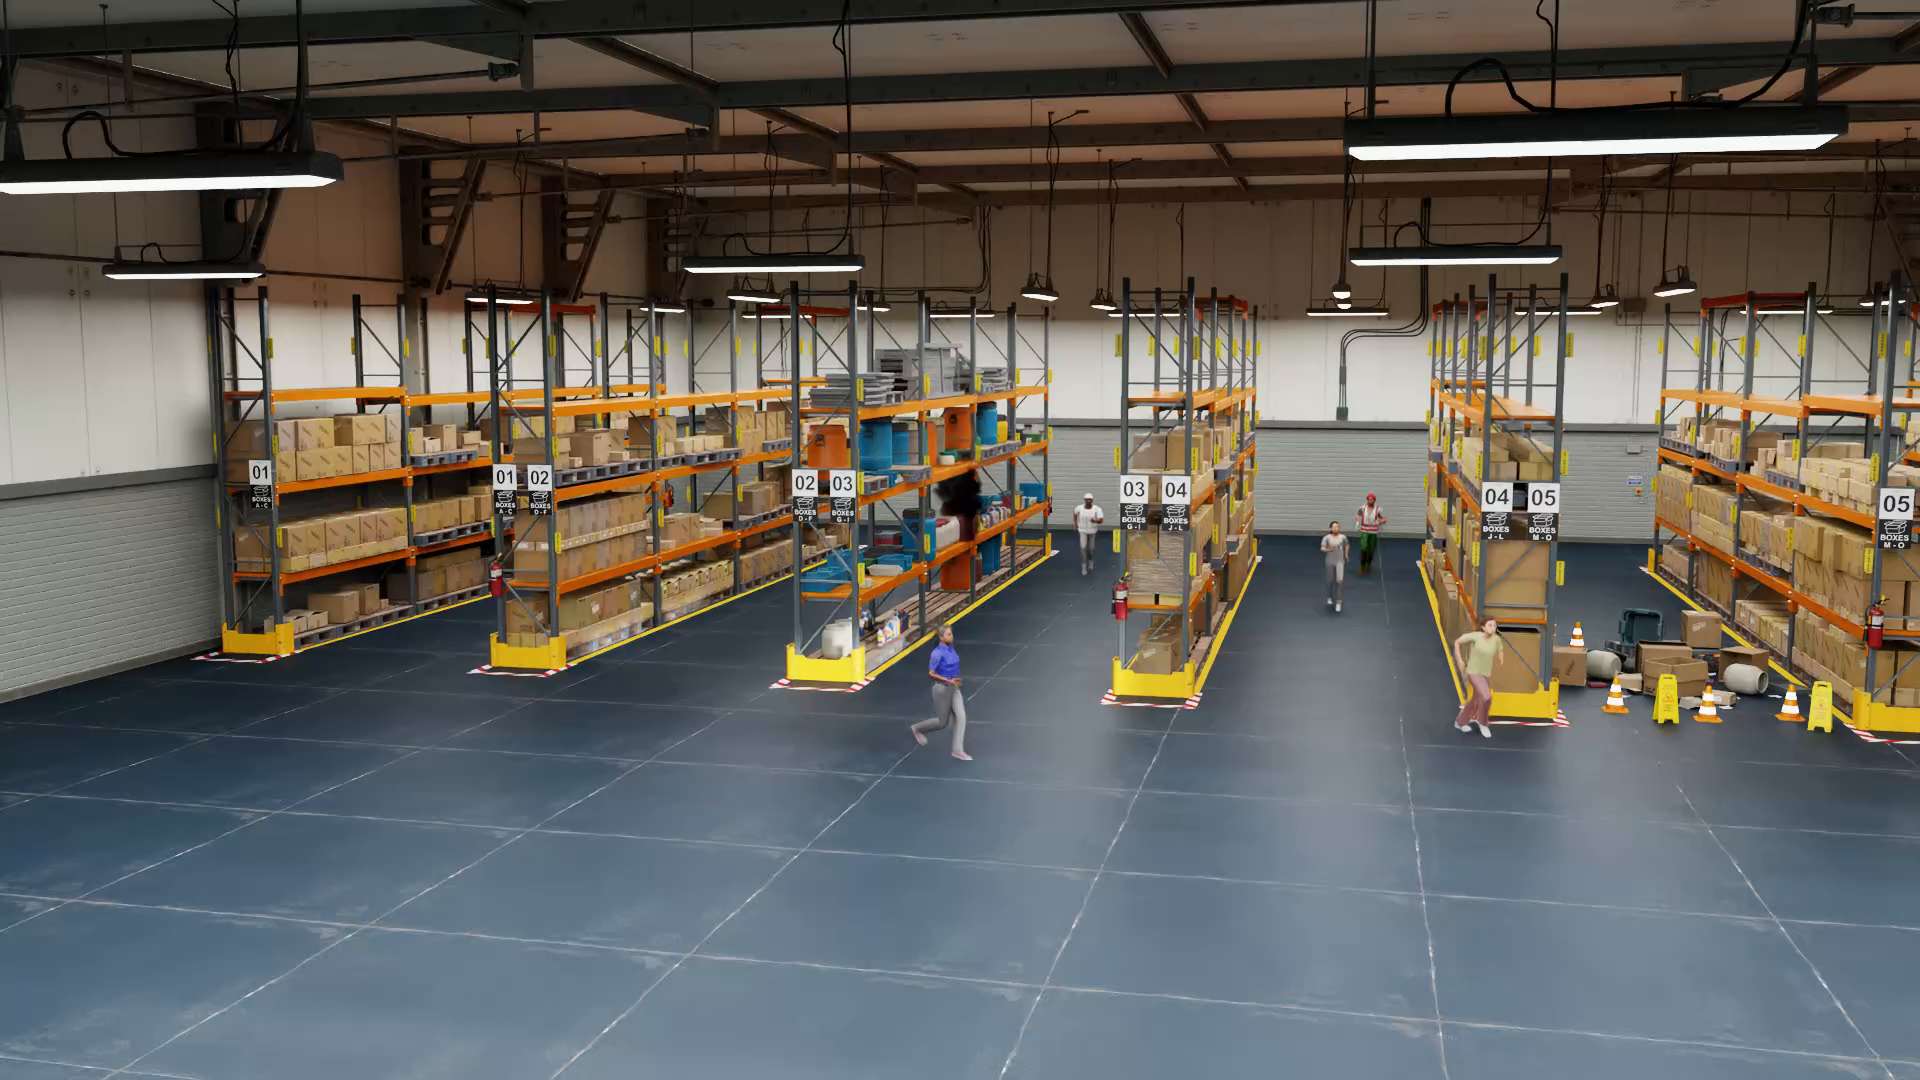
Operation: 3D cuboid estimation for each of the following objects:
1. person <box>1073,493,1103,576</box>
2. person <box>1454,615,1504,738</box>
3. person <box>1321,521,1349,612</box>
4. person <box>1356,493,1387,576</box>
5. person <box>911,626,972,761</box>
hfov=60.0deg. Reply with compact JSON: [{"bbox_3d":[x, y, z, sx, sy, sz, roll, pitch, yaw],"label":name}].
[{"bbox_3d":[2.862,-0.147,37.141,0.676,1.820,0.875,1,7,6],"label":"person"},{"bbox_3d":[6.728,1.747,21.557,0.601,1.600,0.772,-2,7,-18],"label":"person"},{"bbox_3d":[7.223,0.481,32.057,0.543,1.711,0.836,1,7,10],"label":"person"},{"bbox_3d":[9.143,-0.121,37.002,0.677,1.849,0.700,2,7,18],"label":"person"},{"bbox_3d":[-0.201,1.861,20.405,0.828,1.647,0.581,4,8,32],"label":"person"}]
